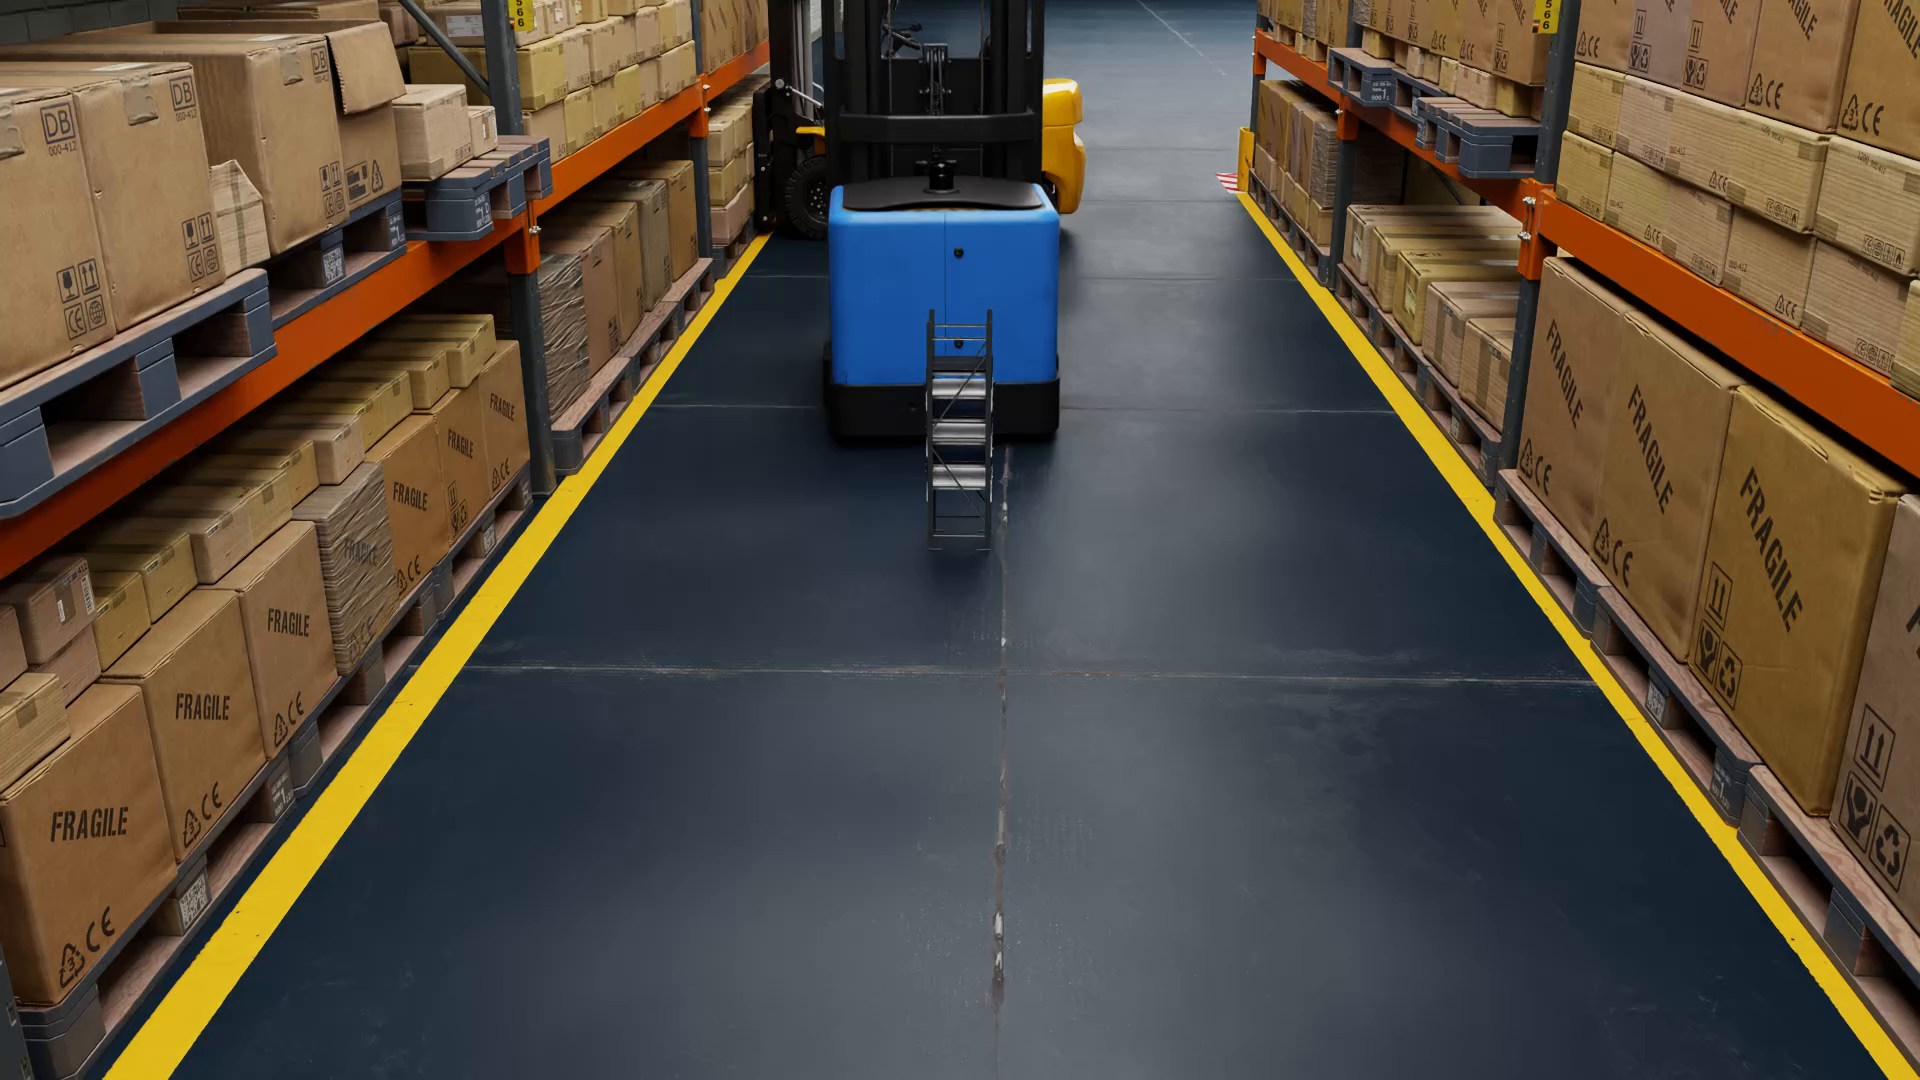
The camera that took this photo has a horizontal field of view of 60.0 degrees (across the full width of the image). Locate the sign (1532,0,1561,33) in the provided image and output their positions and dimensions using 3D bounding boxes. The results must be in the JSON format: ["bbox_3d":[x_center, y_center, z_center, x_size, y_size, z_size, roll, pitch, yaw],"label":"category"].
[{"bbox_3d":[2.198,-2.055,6.188,0.100,0.325,0.005,1,21,2],"label":"sign"}]

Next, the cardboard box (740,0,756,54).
[{"bbox_3d":[-1.775,-3.807,12.055,0.500,0.500,0.500,1,21,2],"label":"cardboard box"}]

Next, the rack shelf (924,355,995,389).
[{"bbox_3d":[0.000,-0.637,6.273,0.258,0.077,0.200,1,21,2],"label":"rack shelf"}]

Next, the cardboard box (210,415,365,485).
[{"bbox_3d":[-2.051,-0.275,5.070,0.380,0.149,0.250,0,21,-1],"label":"cardboard box"}]

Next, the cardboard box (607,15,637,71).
[{"bbox_3d":[-1.922,-2.479,8.287,0.500,0.250,0.500,1,21,2],"label":"cardboard box"}]

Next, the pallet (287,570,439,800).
[{"bbox_3d":[-2.321,0.407,5.190,1.003,0.211,1.213,1,21,2],"label":"pallet"}]

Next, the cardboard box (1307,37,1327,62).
[{"bbox_3d":[2.595,-3.366,11.404,0.380,0.149,0.250,0,21,1],"label":"cardboard box"}]

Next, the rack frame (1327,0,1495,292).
[{"bbox_3d":[2.862,-2.996,10.104,1.000,3.000,0.127,1,21,2],"label":"rack frame"}]

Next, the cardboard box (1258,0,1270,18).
[{"bbox_3d":[2.692,-4.459,13.326,0.500,0.500,0.500,0,21,1],"label":"cardboard box"}]

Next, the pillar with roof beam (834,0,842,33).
[{"bbox_3d":[1.951,-13.511,28.911,9.100,9.000,0.400,1,21,2],"label":"pillar with roof beam"}]

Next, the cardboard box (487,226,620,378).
[{"bbox_3d":[-2.176,-1.153,8.057,0.875,0.625,0.625,1,21,3],"label":"cardboard box"}]

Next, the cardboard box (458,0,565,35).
[{"bbox_3d":[-1.928,-2.254,7.156,0.380,0.149,0.250,1,21,3],"label":"cardboard box"}]

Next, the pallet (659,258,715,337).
[{"bbox_3d":[-2.083,-1.483,10.058,1.003,0.211,1.213,1,21,2],"label":"pallet"}]

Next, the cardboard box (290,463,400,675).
[{"bbox_3d":[-2.055,0.080,5.051,0.500,0.500,0.500,0,21,0],"label":"cardboard box"}]

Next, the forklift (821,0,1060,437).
[{"bbox_3d":[-0.146,-2.323,8.463,1.130,2.935,3.031,-1,21,-3],"label":"forklift"}]

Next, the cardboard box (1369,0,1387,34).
[{"bbox_3d":[2.547,-3.030,9.060,0.500,0.500,0.500,1,21,2],"label":"cardboard box"}]

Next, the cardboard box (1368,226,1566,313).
[{"bbox_3d":[2.830,-1.517,9.344,0.950,0.372,0.625,2,21,5],"label":"cardboard box"}]

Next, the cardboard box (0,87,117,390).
[{"bbox_3d":[-2.104,-0.572,3.137,0.700,0.500,0.500,1,21,3],"label":"cardboard box"}]

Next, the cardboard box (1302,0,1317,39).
[{"bbox_3d":[2.647,-3.719,11.417,0.500,0.500,0.500,1,21,3],"label":"cardboard box"}]

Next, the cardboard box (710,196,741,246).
[{"bbox_3d":[-1.753,-2.134,11.104,0.500,0.250,0.500,1,21,2],"label":"cardboard box"}]

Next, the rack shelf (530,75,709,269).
[{"bbox_3d":[-2.160,-1.991,8.508,1.077,0.370,4.000,1,21,2],"label":"rack shelf"}]

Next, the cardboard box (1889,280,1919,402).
[{"bbox_3d":[2.397,-0.383,3.576,0.500,0.250,0.500,0,21,1],"label":"cardboard box"}]

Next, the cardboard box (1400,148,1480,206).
[{"bbox_3d":[3.150,-2.470,10.932,0.500,0.500,0.500,2,21,4],"label":"cardboard box"}]

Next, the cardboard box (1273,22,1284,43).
[{"bbox_3d":[2.631,-3.927,12.850,0.380,0.149,0.250,1,21,2],"label":"cardboard box"}]

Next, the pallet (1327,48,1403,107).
[{"bbox_3d":[2.694,-2.632,9.430,1.003,0.211,1.213,1,21,2],"label":"pallet"}]

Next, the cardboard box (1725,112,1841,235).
[{"bbox_3d":[2.406,-0.982,4.430,0.500,0.250,0.500,1,21,3],"label":"cardboard box"}]

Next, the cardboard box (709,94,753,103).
[{"bbox_3d":[-1.718,-3.155,12.353,0.500,0.250,0.500,0,21,1],"label":"cardboard box"}]

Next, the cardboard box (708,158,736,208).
[{"bbox_3d":[-1.776,-2.368,11.014,0.500,0.250,0.500,1,21,1],"label":"cardboard box"}]

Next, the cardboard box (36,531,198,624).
[{"bbox_3d":[-2.143,0.090,4.127,0.380,0.149,0.250,0,21,1],"label":"cardboard box"}]

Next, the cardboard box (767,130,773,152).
[{"bbox_3d":[-1.700,-3.095,12.888,0.500,0.250,0.500,0,21,0],"label":"cardboard box"}]

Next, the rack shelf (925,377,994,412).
[{"bbox_3d":[0.000,-0.553,6.306,0.258,0.077,0.200,1,21,2],"label":"rack shelf"}]

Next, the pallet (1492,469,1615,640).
[{"bbox_3d":[2.641,0.034,6.148,1.003,0.211,1.213,1,21,2],"label":"pallet"}]

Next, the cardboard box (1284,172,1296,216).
[{"bbox_3d":[2.638,-2.503,12.054,0.500,0.250,0.500,1,21,2],"label":"cardboard box"}]

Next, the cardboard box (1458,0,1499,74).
[{"bbox_3d":[2.481,-2.285,7.142,0.500,0.500,0.500,0,21,1],"label":"cardboard box"}]

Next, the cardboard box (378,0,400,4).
[{"bbox_3d":[-2.517,-2.168,6.934,0.380,0.149,0.250,1,21,3],"label":"cardboard box"}]

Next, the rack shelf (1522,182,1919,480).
[{"bbox_3d":[2.680,-0.491,4.643,1.077,0.370,4.000,1,21,2],"label":"rack shelf"}]

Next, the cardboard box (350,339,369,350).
[{"bbox_3d":[-2.514,-0.484,6.505,0.500,0.500,0.500,1,21,4],"label":"cardboard box"}]

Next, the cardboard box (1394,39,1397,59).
[{"bbox_3d":[2.581,-2.685,9.069,0.380,0.149,0.250,2,21,5],"label":"cardboard box"}]

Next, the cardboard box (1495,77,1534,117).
[{"bbox_3d":[2.451,-1.847,6.910,0.380,0.149,0.250,1,21,2],"label":"cardboard box"}]

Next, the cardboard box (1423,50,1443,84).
[{"bbox_3d":[2.484,-2.311,8.104,0.380,0.149,0.250,0,21,0],"label":"cardboard box"}]

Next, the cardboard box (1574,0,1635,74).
[{"bbox_3d":[2.481,-1.887,5.725,0.500,0.500,0.500,0,21,0],"label":"cardboard box"}]

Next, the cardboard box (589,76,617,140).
[{"bbox_3d":[-1.934,-2.059,7.896,0.500,0.250,0.500,0,21,0],"label":"cardboard box"}]

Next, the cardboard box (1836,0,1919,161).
[{"bbox_3d":[2.425,-1.151,3.828,0.500,0.500,0.500,1,21,3],"label":"cardboard box"}]

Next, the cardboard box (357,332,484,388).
[{"bbox_3d":[-1.960,-0.656,6.050,0.380,0.149,0.250,0,21,-1],"label":"cardboard box"}]

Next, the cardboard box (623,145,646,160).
[{"bbox_3d":[-2.277,-2.609,10.946,0.500,0.250,0.500,1,21,3],"label":"cardboard box"}]

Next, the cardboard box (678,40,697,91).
[{"bbox_3d":[-1.853,-2.794,9.791,0.500,0.250,0.500,1,21,3],"label":"cardboard box"}]

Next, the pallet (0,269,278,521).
[{"bbox_3d":[-2.209,-0.355,3.563,1.003,0.211,1.213,1,21,2],"label":"pallet"}]

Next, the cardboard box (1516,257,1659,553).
[{"bbox_3d":[2.637,-0.506,6.044,0.875,0.875,0.875,0,21,1],"label":"cardboard box"}]

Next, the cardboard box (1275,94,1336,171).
[{"bbox_3d":[2.648,-3.038,12.396,0.500,0.500,0.500,1,21,3],"label":"cardboard box"}]

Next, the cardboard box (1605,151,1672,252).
[{"bbox_3d":[2.476,-1.120,5.476,0.500,0.250,0.500,0,21,0],"label":"cardboard box"}]

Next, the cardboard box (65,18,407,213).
[{"bbox_3d":[-2.086,-1.255,4.893,0.797,0.503,0.637,0,21,0],"label":"cardboard box"}]

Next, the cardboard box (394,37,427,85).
[{"bbox_3d":[-2.485,-1.932,6.877,0.500,0.250,0.500,1,21,3],"label":"cardboard box"}]

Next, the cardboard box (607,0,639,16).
[{"bbox_3d":[-1.827,-2.713,8.340,0.380,0.149,0.250,0,21,0],"label":"cardboard box"}]

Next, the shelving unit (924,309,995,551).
[{"bbox_3d":[0.000,-0.417,6.359,0.258,0.900,0.210,1,21,2],"label":"shelving unit"}]

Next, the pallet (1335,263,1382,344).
[{"bbox_3d":[2.840,-1.415,9.883,1.003,0.211,1.213,1,21,2],"label":"pallet"}]

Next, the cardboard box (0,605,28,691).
[{"bbox_3d":[-2.126,0.244,3.320,0.380,0.149,0.250,0,21,1],"label":"cardboard box"}]
